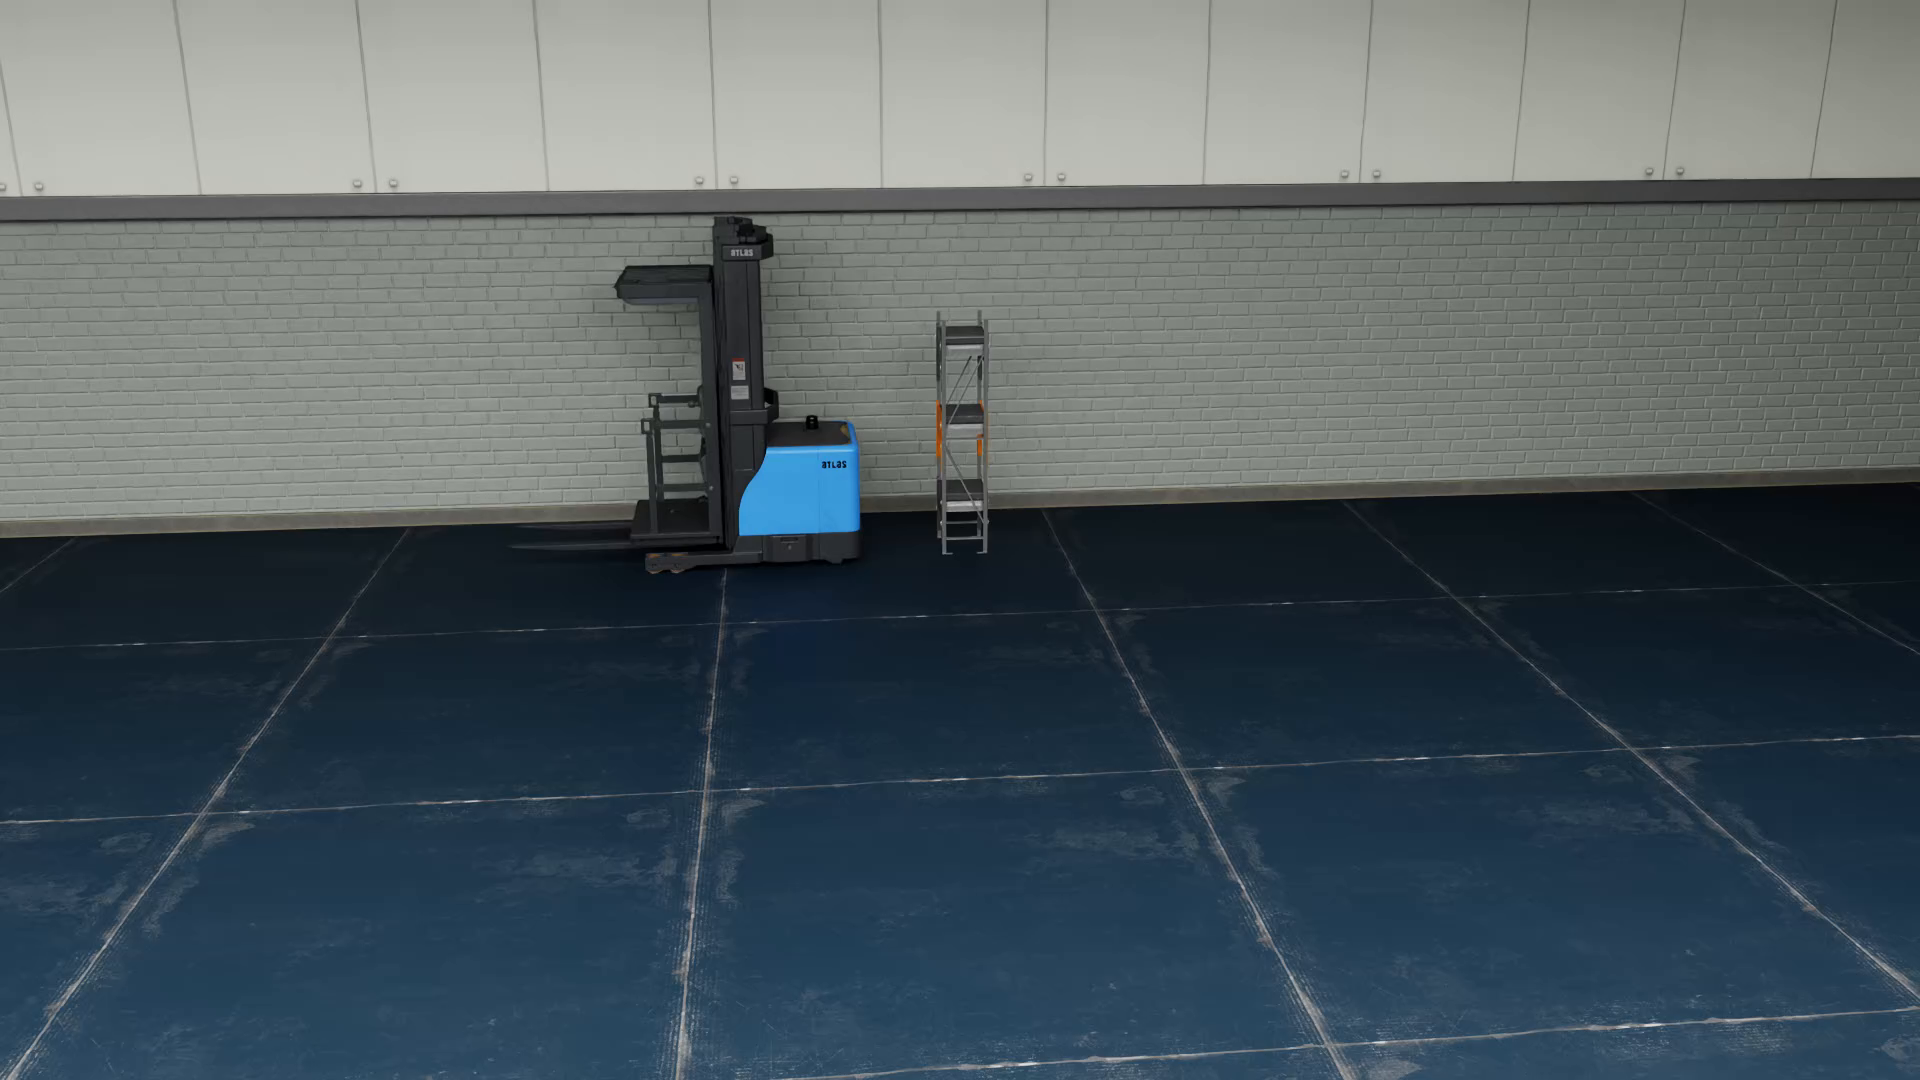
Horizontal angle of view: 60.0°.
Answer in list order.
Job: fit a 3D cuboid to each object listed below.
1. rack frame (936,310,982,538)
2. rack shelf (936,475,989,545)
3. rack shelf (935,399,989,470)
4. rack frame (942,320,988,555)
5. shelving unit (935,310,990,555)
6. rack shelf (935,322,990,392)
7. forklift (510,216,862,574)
[{"bbox_3d":[-0.008,-1.025,15.010,0.400,2.100,0.015,-2,18,-6],"label":"rack frame"},{"bbox_3d":[0.017,-0.272,14.992,0.431,0.518,0.480,-2,18,-6],"label":"rack shelf"},{"bbox_3d":[0.017,-0.939,14.782,0.431,0.518,0.480,-2,18,-6],"label":"rack shelf"},{"bbox_3d":[0.042,-0.880,14.547,0.400,2.100,0.015,-2,18,-6],"label":"rack frame"},{"bbox_3d":[0.017,-0.952,14.778,0.431,2.100,0.503,-2,18,-6],"label":"shelving unit"},{"bbox_3d":[0.017,-1.607,14.573,0.431,0.518,0.480,-2,18,-6],"label":"rack shelf"},{"bbox_3d":[-2.411,-1.276,14.420,3.031,2.935,1.130,-2,18,-6],"label":"forklift"}]
